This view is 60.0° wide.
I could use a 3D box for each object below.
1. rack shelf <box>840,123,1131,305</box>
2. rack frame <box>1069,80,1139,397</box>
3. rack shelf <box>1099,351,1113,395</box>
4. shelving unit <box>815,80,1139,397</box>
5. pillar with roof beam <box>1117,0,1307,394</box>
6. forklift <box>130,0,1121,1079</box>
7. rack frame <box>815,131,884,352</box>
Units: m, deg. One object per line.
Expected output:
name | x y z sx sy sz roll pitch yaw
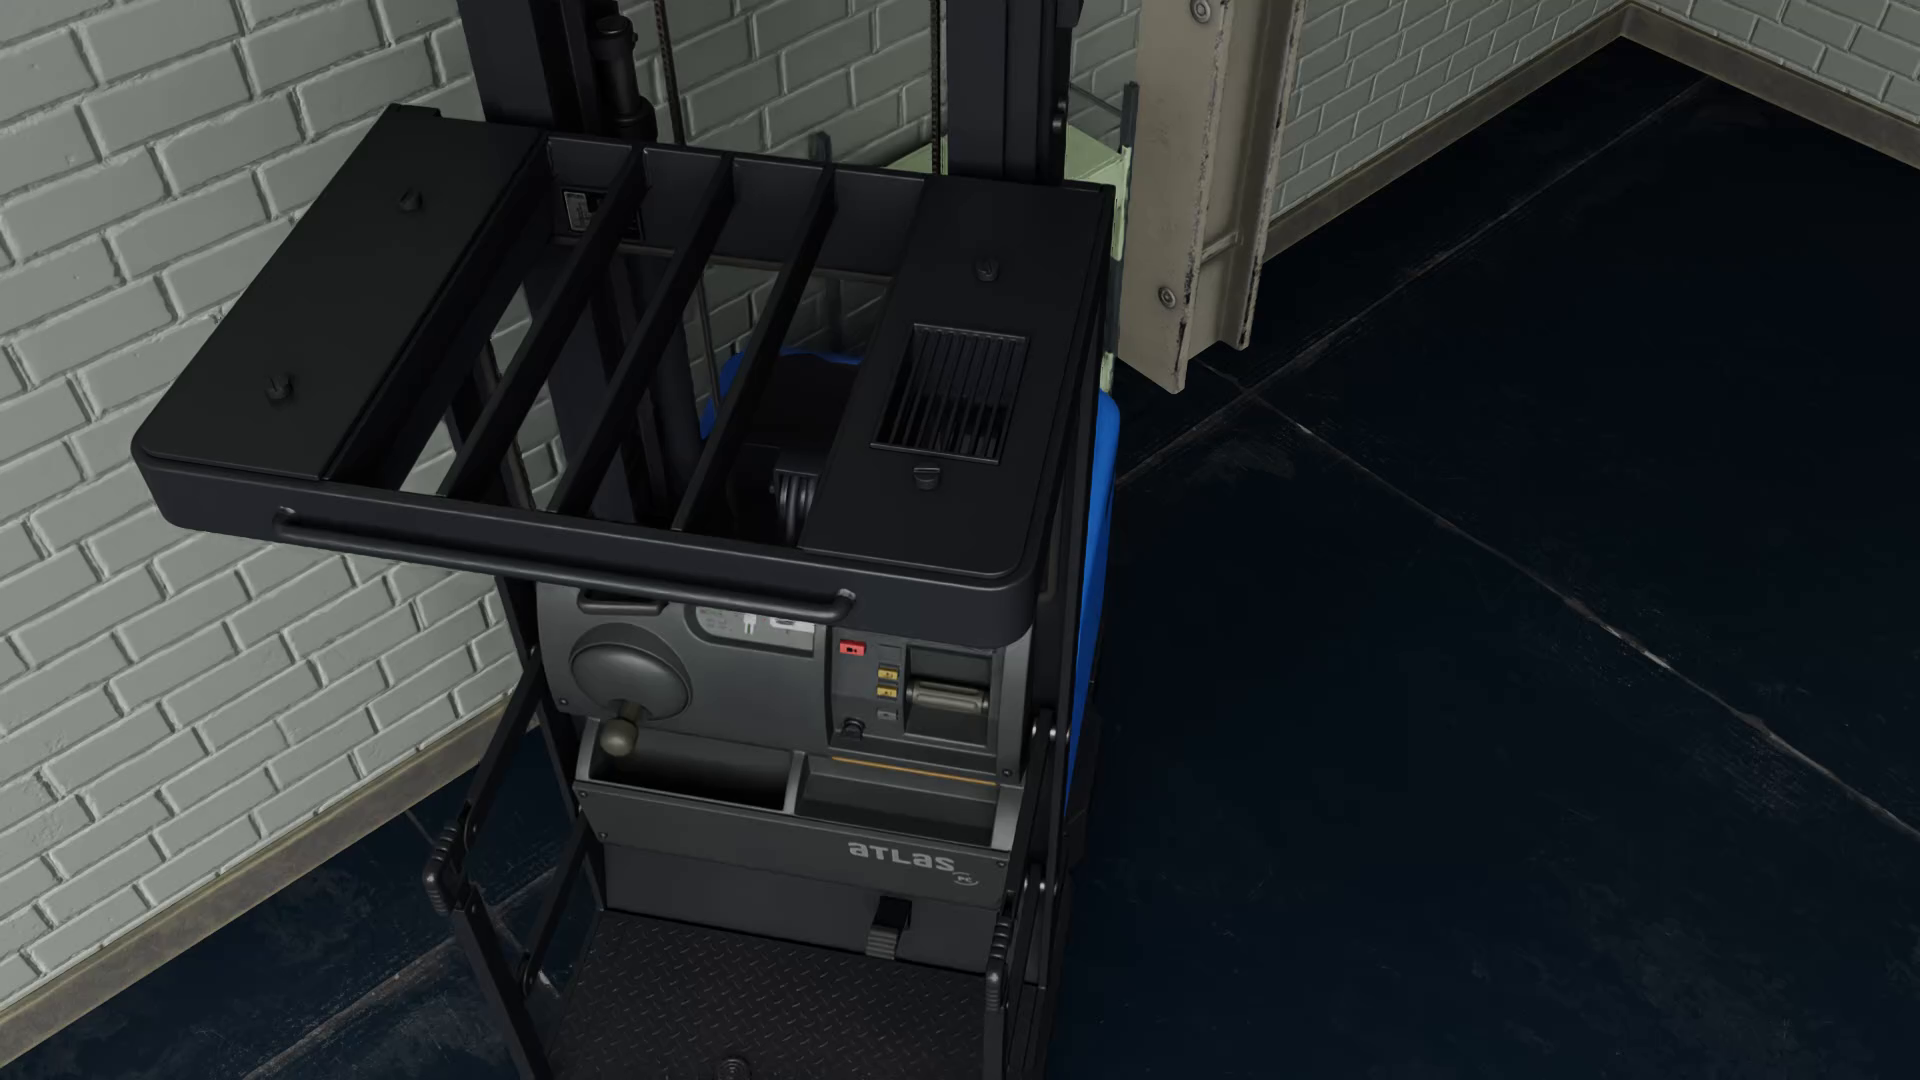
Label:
rack shelf | 0.052 -0.847 4.480 0.720 0.370 0.431 -34 56 -27
rack frame | 0.320 -0.765 4.935 0.023 1.500 0.400 -34 56 -27
rack shelf | 0.052 -0.361 5.006 0.720 0.370 0.431 -34 56 -27
shelving unit | 0.052 -0.582 4.766 0.755 1.500 0.431 -34 56 -27
pillar with roof beam | 3.674 -1.390 0.410 0.400 9.000 9.100 -34 56 -27
forklift | -0.371 0.346 2.936 1.130 2.935 3.031 8 48 7
rack frame | -0.216 -0.399 4.598 0.023 1.500 0.400 -34 56 -27
